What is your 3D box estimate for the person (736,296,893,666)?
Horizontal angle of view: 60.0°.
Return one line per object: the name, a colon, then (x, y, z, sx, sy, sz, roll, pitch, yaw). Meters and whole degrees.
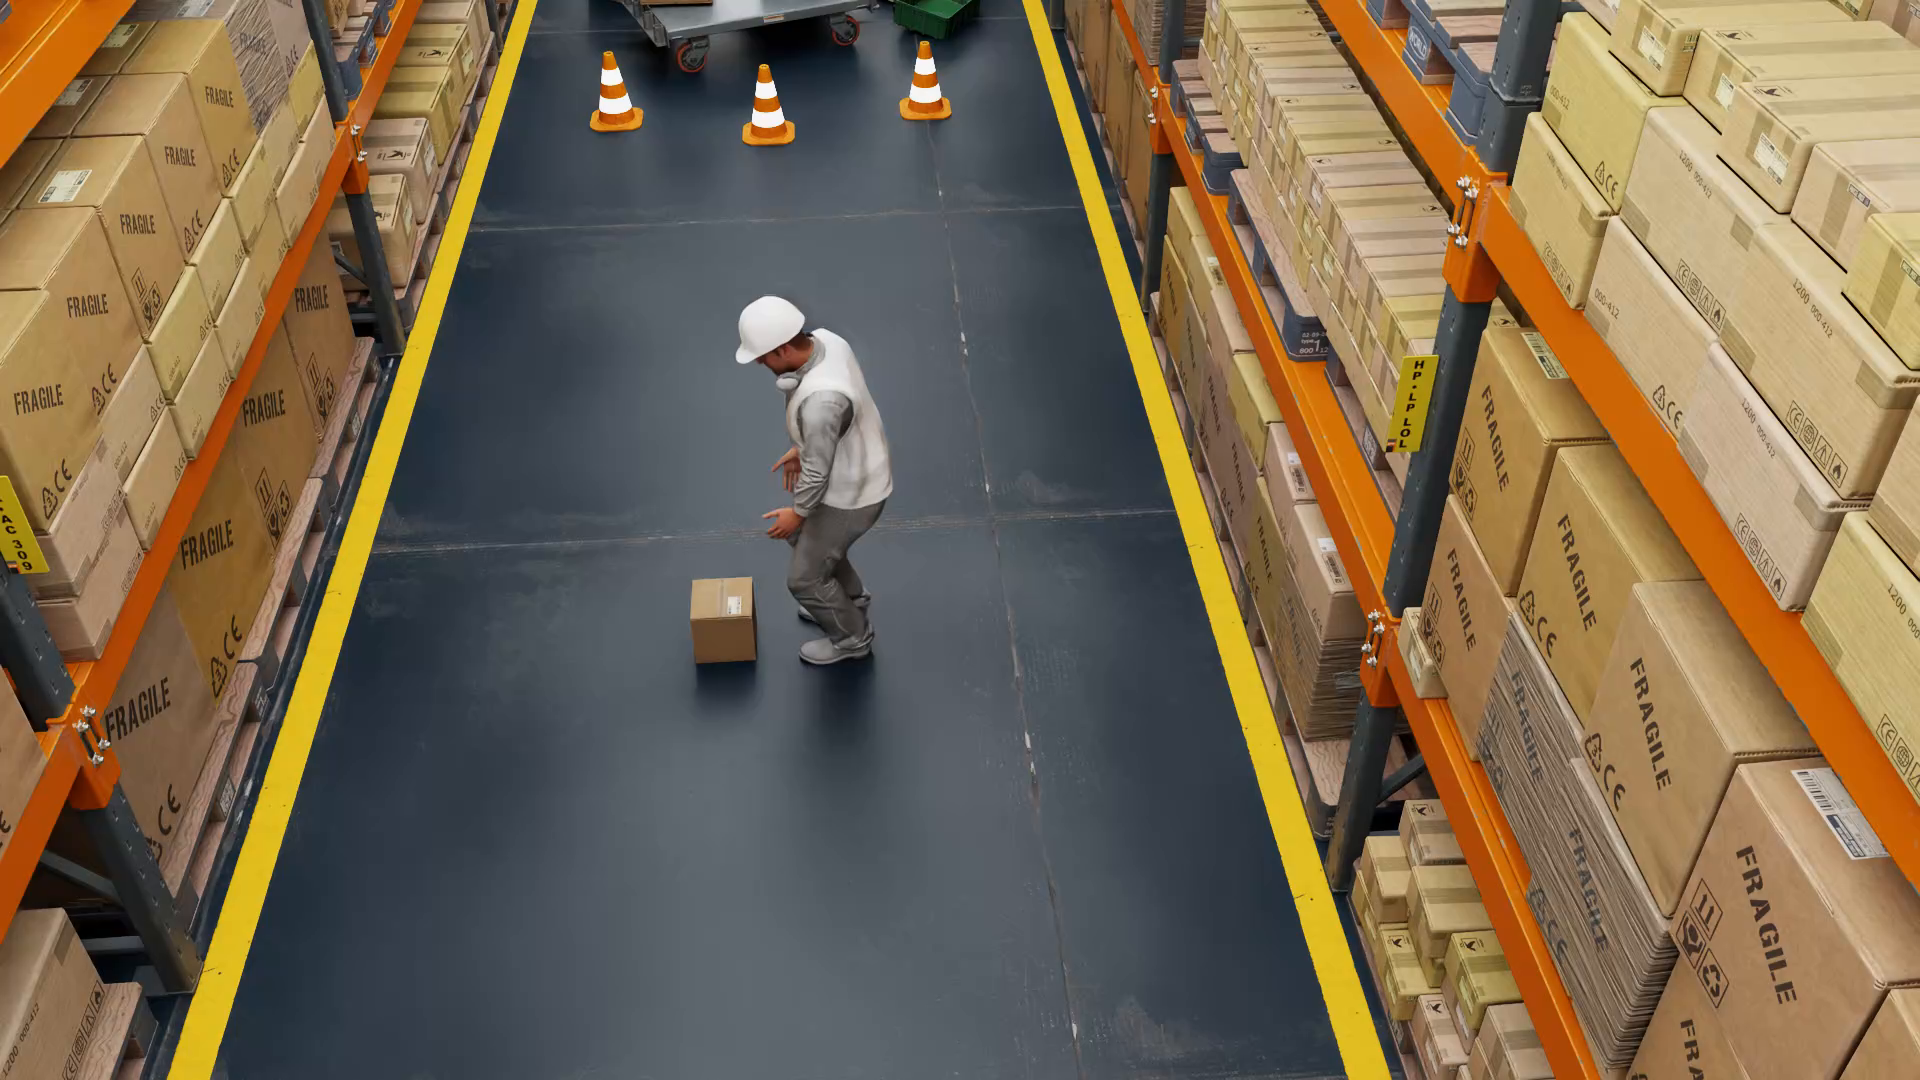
person: (-0.543, -0.224, 6.505, 0.559, 1.665, 0.574, -2, 39, -3)
